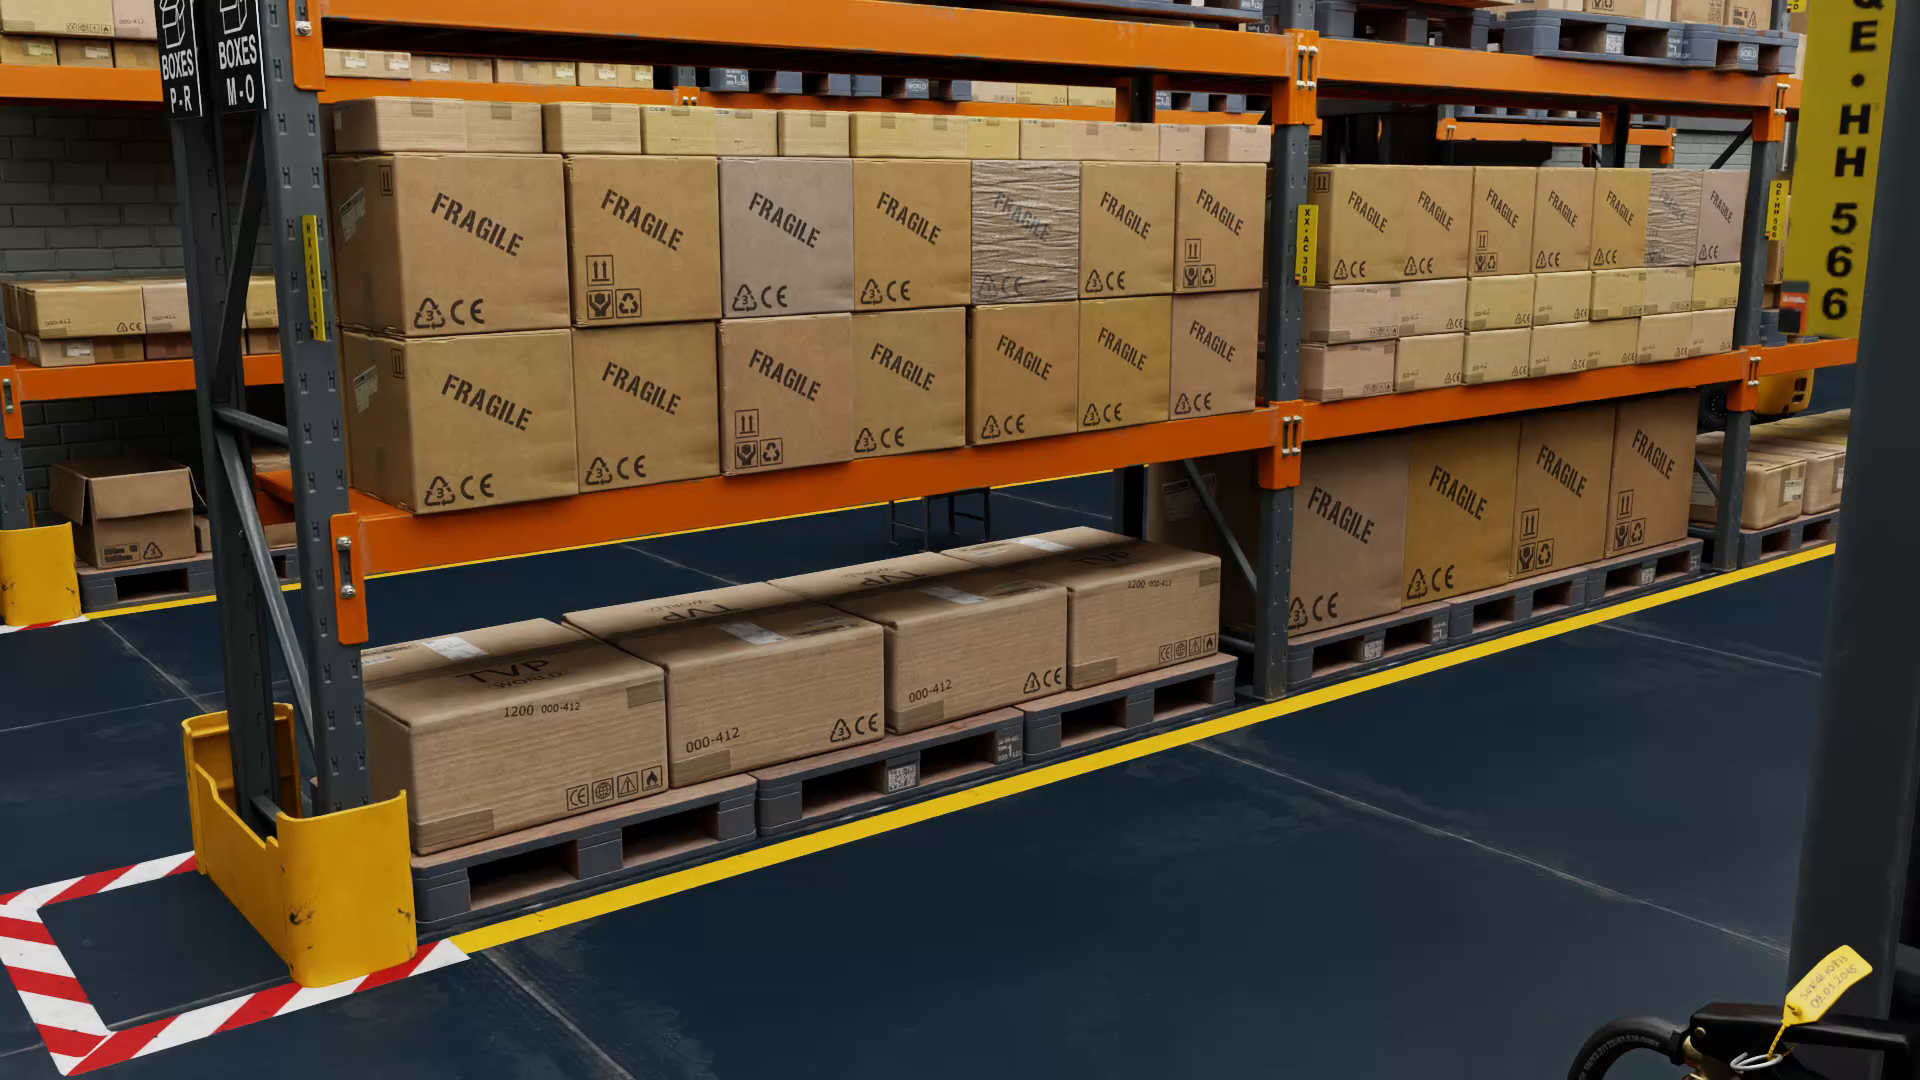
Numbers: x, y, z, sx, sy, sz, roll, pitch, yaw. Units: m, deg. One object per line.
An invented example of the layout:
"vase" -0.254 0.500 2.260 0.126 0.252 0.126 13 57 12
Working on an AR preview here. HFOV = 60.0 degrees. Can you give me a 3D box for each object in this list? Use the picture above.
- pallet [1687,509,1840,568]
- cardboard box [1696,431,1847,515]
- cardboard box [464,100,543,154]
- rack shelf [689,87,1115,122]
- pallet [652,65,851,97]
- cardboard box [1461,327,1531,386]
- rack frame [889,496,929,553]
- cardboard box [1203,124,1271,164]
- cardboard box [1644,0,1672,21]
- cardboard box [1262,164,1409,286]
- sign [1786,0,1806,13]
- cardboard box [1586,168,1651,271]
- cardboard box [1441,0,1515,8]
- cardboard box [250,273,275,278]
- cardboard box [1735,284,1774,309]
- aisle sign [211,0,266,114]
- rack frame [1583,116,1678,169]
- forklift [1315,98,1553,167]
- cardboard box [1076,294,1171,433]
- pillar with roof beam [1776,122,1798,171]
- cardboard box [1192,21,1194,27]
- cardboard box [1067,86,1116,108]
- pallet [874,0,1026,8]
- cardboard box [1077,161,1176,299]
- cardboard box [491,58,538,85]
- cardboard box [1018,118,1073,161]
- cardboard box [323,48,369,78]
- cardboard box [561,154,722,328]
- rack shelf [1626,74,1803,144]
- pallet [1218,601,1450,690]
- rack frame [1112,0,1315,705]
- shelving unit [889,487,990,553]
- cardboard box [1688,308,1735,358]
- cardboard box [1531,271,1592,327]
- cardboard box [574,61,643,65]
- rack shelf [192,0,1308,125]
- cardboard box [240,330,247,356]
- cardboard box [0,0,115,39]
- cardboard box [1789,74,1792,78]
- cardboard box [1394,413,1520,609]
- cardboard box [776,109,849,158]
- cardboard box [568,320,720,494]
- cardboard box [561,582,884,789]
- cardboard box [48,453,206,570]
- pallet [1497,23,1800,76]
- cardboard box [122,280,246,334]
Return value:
"pallet" 4.811 -0.095 10.567 1.213 0.211 1.003 -9 15 -38
"cardboard box" 5.218 -0.446 10.825 0.625 0.372 0.950 -10 15 -39
"cardboard box" -1.437 -1.222 4.951 0.250 0.149 0.380 -9 15 -36
"rack shelf" -0.466 -3.018 12.131 4.000 0.370 1.077 -9 15 -38
"pallet" -1.475 -3.092 11.199 1.003 0.211 1.213 -9 15 -38
"cardboard box" 2.398 -0.911 8.058 0.500 0.250 0.500 -10 15 -38
"rack frame" -0.320 -0.974 10.160 0.015 2.100 0.400 -9 15 -38
"cardboard box" 1.034 -1.602 6.744 0.250 0.149 0.380 -10 15 -39
"cardboard box" 3.343 -2.729 8.351 0.258 0.266 0.396 -10 16 -39
"cardboard box" 1.599 -1.387 7.292 0.500 0.500 0.500 -9 15 -37
"sign" 4.540 -3.025 8.999 0.005 0.325 0.100 -9 15 -38
"cardboard box" 3.172 -1.655 8.553 0.500 0.500 0.500 -9 15 -38
"cardboard box" 2.283 -2.504 7.532 0.250 0.166 0.380 -11 16 -41
"cardboard box" -4.165 -1.429 9.783 0.500 0.250 0.500 -9 15 -36
"cardboard box" 4.569 -1.452 9.840 0.250 0.149 0.380 -11 16 -41
"aisle sign" -1.922 -1.535 4.377 0.004 0.787 0.394 -9 15 -38
"rack frame" 7.343 -3.200 18.479 0.127 3.000 1.000 -9 15 -38
"forklift" 3.247 -1.647 11.328 3.031 2.935 1.130 -4 13 -18
"cardboard box" 0.475 -0.718 6.549 0.500 0.500 0.500 -10 16 -39
"pillar with roof beam" 13.610 -6.271 18.497 0.400 9.000 9.100 -9 15 -38
"cardboard box" 1.814 -3.987 13.471 0.500 0.500 0.500 -9 15 -37
"cardboard box" 0.847 -3.450 12.795 0.500 0.250 0.500 -10 16 -40
"pallet" -0.521 -2.001 5.821 1.213 0.211 1.003 -9 15 -38
"cardboard box" 0.479 -1.206 6.439 0.500 0.500 0.500 -10 15 -38
"cardboard box" -2.727 -2.797 9.964 0.250 0.149 0.380 -10 15 -38
"cardboard box" 0.200 -1.481 6.172 0.250 0.149 0.380 -10 15 -38
"cardboard box" -3.499 -2.655 9.296 0.250 0.149 0.380 -9 15 -38
"cardboard box" -1.096 -0.942 5.195 0.500 0.500 0.500 -10 16 -39
"rack shelf" 5.761 -2.733 10.786 4.000 0.370 1.077 -9 15 -38
"pallet" 1.632 0.413 8.175 1.213 0.211 1.003 -9 15 -38
"rack frame" 1.076 -0.839 7.357 0.127 3.000 1.000 -9 15 -38
"shelving unit" -0.129 -1.006 10.310 0.503 2.100 0.431 -9 15 -38
"cardboard box" 3.967 -1.177 9.309 0.500 0.250 0.500 -10 16 -40
"cardboard box" 2.790 -1.220 8.312 0.500 0.250 0.500 -10 16 -39
"cardboard box" -2.248 -3.079 10.333 0.500 0.250 0.500 -9 15 -37
"rack shelf" -0.486 -1.694 5.898 4.000 0.370 1.077 -9 15 -38
"cardboard box" -4.134 -1.103 9.204 0.250 0.149 0.380 -9 15 -36
"cardboard box" -4.634 -2.677 8.437 0.500 0.250 0.500 -10 15 -38
"cardboard box" 4.552 -2.715 9.578 0.250 0.149 0.380 -9 15 -38
"cardboard box" 2.211 -0.217 8.532 0.875 0.875 0.875 -9 15 -36
"cardboard box" -0.575 -1.342 5.518 0.250 0.149 0.380 -9 15 -37
"cardboard box" -1.116 -0.454 5.306 0.500 0.500 0.500 -10 15 -38
"cardboard box" -0.885 0.506 6.180 0.875 0.438 0.875 -9 15 -36
"cardboard box" -4.614 -0.172 9.218 0.637 0.503 0.797 -10 16 -40
"pallet" 3.730 -2.640 9.075 1.003 0.211 1.213 -9 15 -35
"cardboard box" -4.235 -1.277 9.066 0.500 0.250 0.500 -9 15 -37
